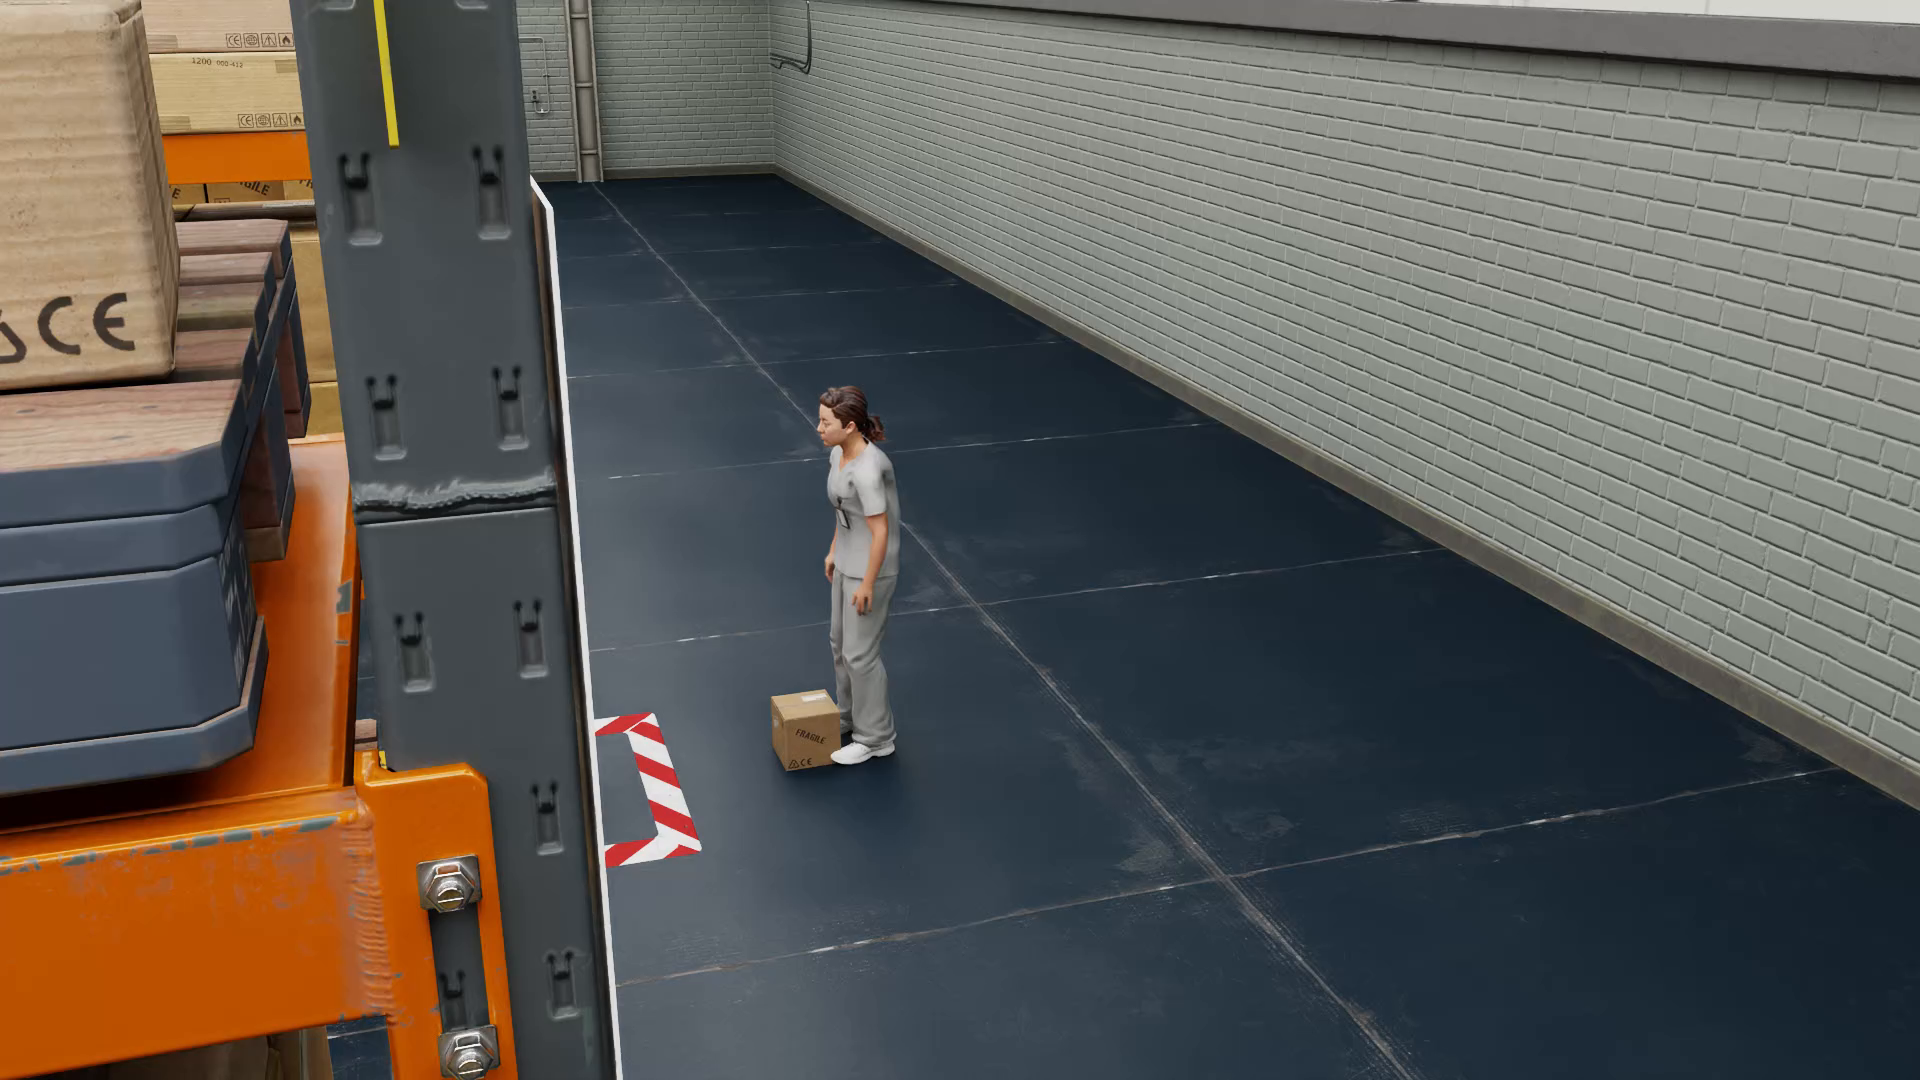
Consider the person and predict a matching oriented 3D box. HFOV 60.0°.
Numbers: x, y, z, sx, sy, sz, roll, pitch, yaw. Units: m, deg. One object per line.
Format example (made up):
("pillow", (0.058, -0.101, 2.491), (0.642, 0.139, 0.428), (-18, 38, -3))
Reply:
("person", (-0.445, 0.138, 7.174), (0.351, 1.673, 0.512), (-7, 21, -20))
